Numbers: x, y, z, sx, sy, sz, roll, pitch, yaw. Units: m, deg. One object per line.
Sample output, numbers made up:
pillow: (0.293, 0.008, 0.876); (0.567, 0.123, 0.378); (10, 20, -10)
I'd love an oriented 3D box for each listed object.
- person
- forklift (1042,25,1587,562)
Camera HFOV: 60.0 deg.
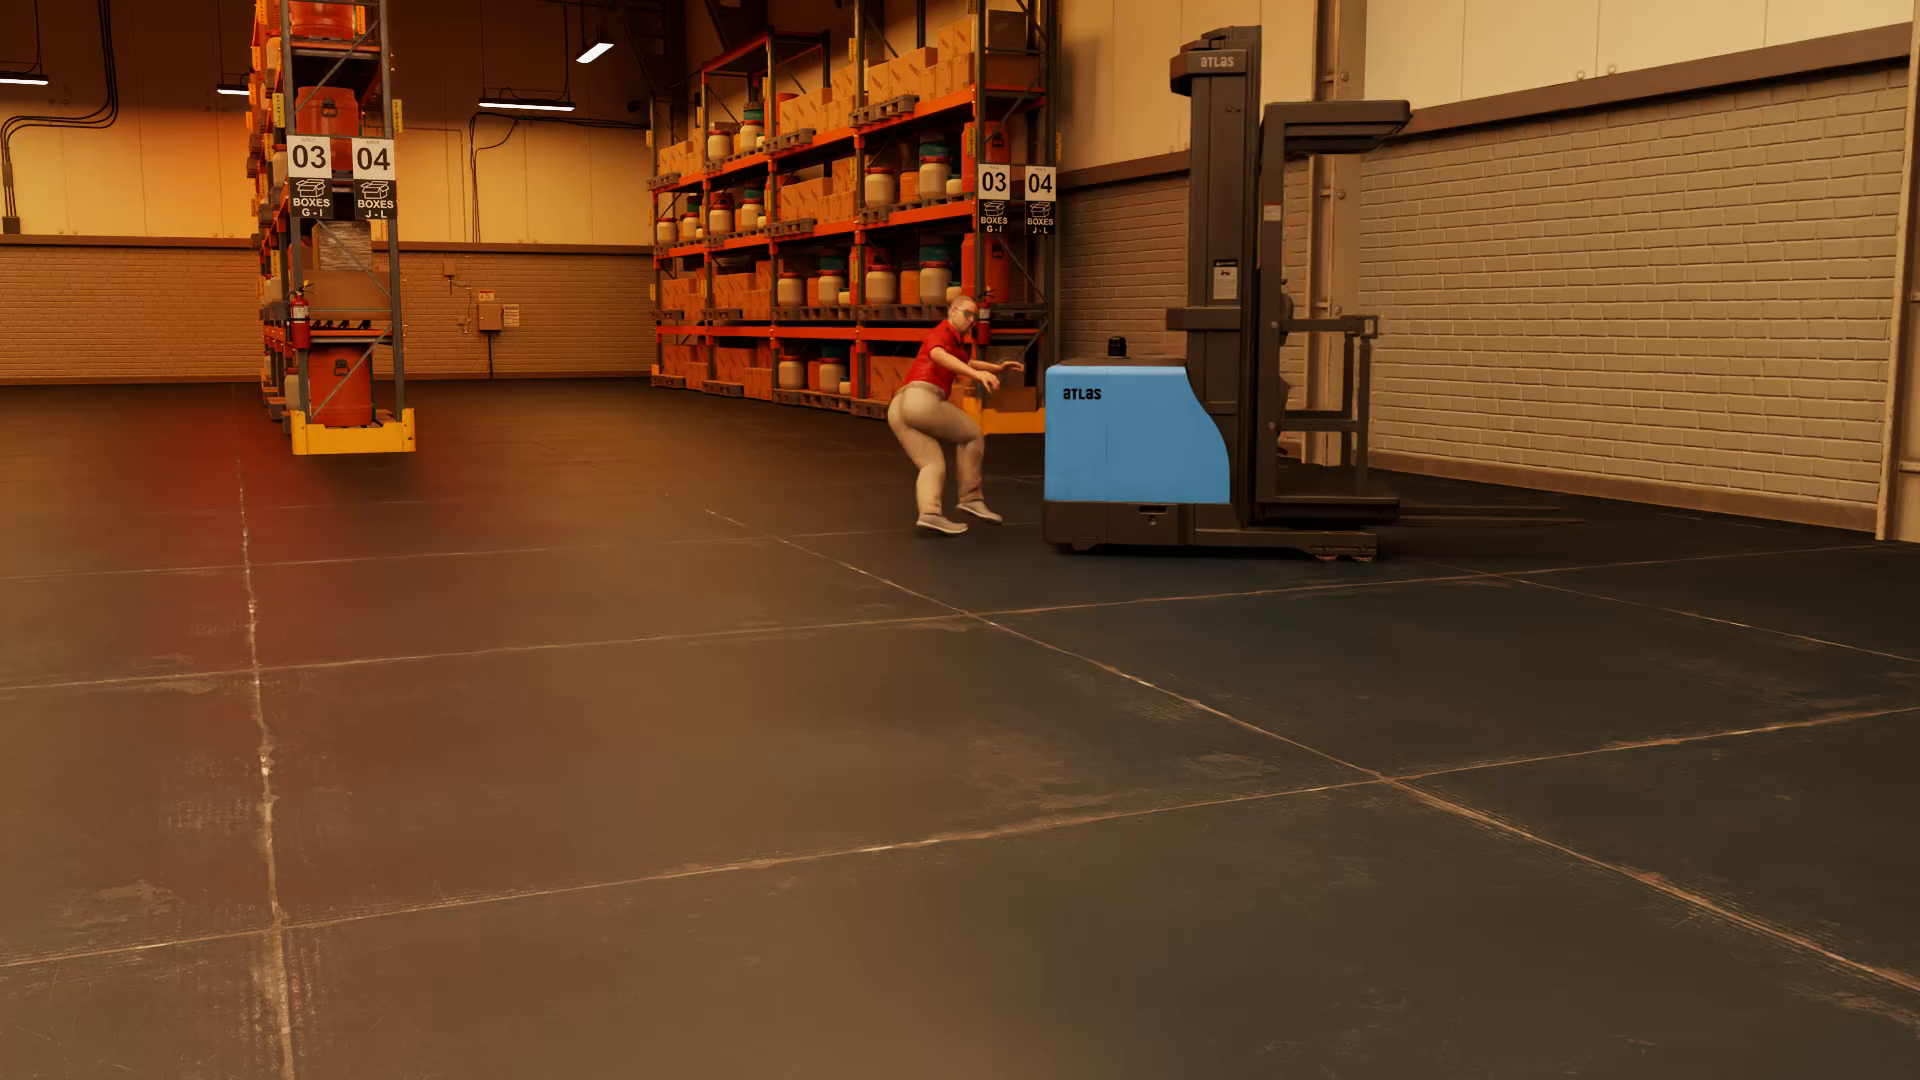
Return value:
person: (0.047, -0.821, 10.669); (0.966, 1.486, 0.997); (-4, 8, -26)
forklift: (2.031, -1.407, 9.609); (3.031, 2.935, 1.130); (1, 8, 8)
